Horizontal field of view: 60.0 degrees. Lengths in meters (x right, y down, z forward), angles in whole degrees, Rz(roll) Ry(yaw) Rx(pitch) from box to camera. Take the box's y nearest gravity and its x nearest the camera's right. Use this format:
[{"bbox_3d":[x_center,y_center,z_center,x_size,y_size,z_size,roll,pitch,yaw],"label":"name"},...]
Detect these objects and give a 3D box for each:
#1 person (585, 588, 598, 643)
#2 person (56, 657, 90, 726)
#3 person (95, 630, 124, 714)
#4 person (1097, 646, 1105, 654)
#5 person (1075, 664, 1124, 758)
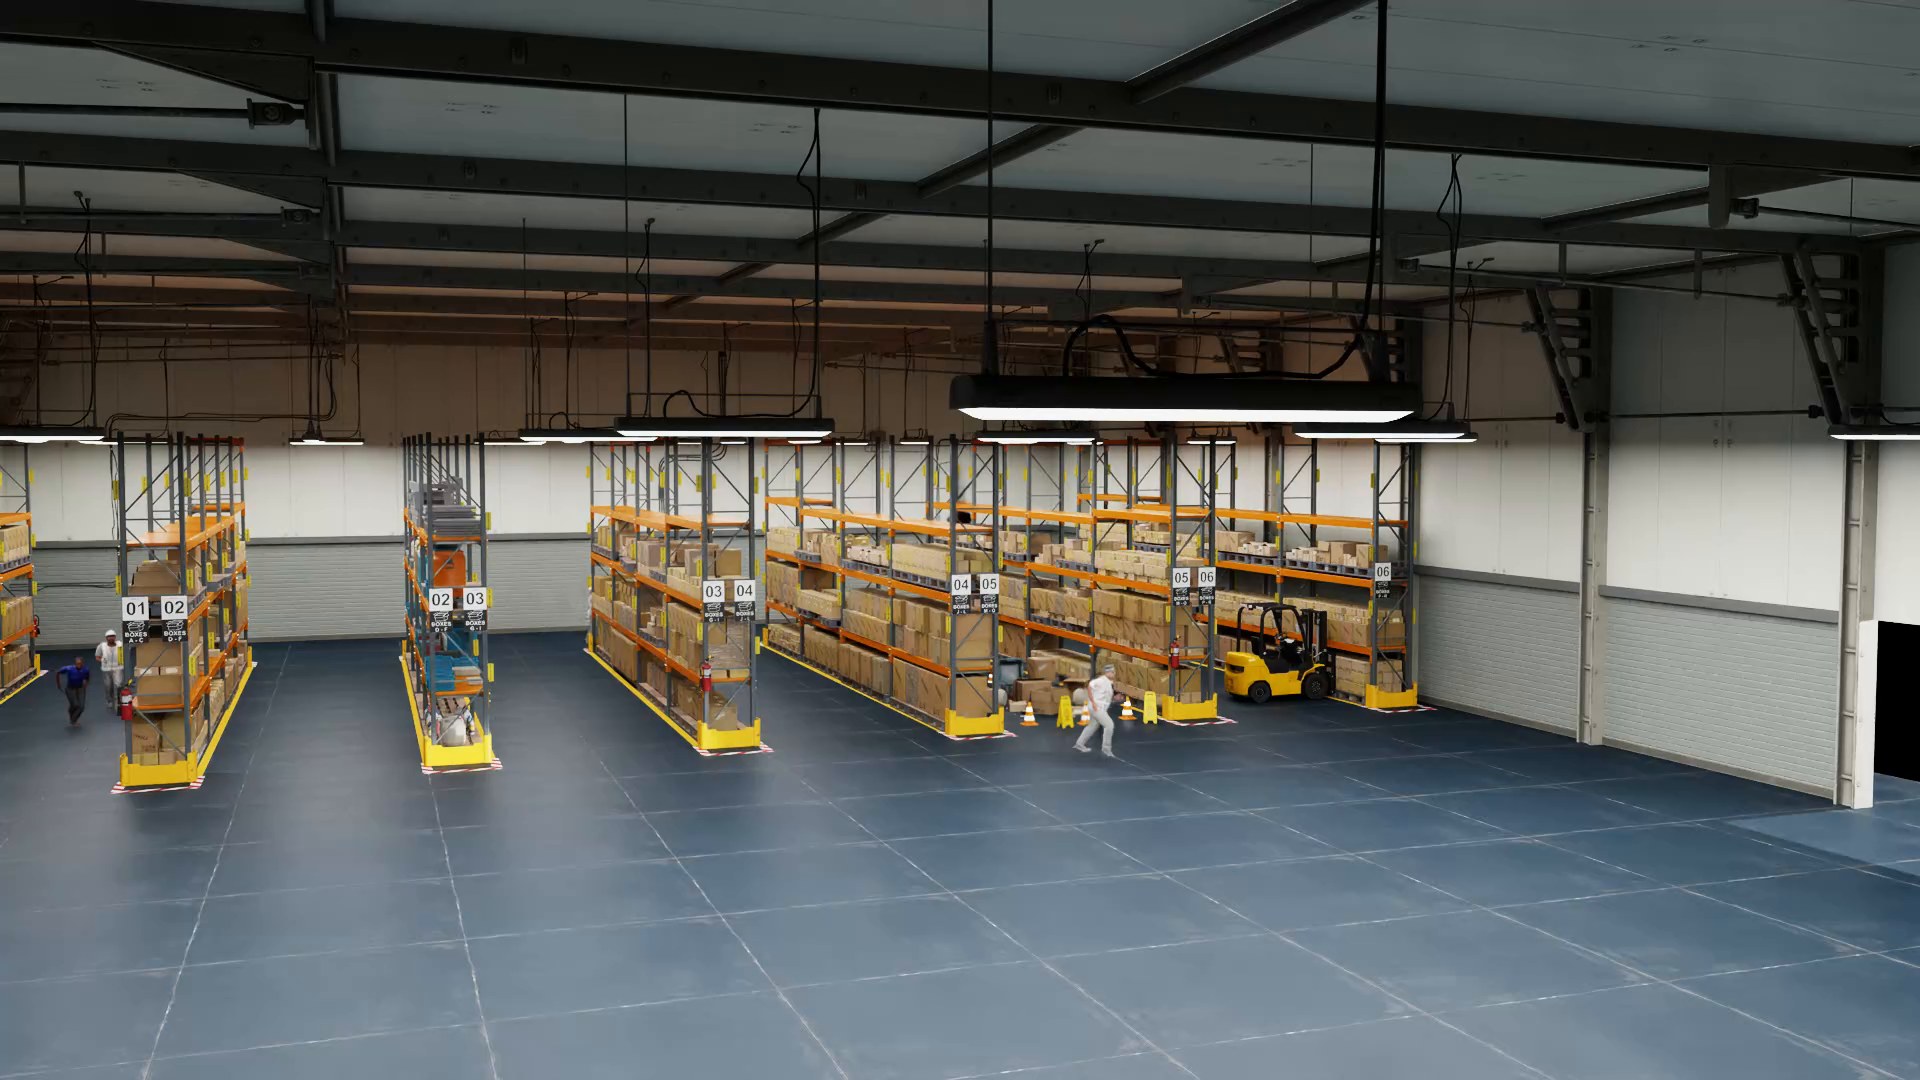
[{"bbox_3d":[-10.565,2.174,48.303,0.726,1.794,0.633,1,3,19],"label":"person"},{"bbox_3d":[-18.112,3.108,33.986,0.596,1.480,0.783,-3,4,-44],"label":"person"},{"bbox_3d":[-18.332,2.845,35.928,0.612,1.830,0.839,-1,3,-24],"label":"person"},{"bbox_3d":[3.688,2.483,43.236,0.546,1.758,0.755,-1,3,-22],"label":"person"},{"bbox_3d":[2.554,3.173,30.876,0.932,1.777,0.676,1,3,20],"label":"person"}]
